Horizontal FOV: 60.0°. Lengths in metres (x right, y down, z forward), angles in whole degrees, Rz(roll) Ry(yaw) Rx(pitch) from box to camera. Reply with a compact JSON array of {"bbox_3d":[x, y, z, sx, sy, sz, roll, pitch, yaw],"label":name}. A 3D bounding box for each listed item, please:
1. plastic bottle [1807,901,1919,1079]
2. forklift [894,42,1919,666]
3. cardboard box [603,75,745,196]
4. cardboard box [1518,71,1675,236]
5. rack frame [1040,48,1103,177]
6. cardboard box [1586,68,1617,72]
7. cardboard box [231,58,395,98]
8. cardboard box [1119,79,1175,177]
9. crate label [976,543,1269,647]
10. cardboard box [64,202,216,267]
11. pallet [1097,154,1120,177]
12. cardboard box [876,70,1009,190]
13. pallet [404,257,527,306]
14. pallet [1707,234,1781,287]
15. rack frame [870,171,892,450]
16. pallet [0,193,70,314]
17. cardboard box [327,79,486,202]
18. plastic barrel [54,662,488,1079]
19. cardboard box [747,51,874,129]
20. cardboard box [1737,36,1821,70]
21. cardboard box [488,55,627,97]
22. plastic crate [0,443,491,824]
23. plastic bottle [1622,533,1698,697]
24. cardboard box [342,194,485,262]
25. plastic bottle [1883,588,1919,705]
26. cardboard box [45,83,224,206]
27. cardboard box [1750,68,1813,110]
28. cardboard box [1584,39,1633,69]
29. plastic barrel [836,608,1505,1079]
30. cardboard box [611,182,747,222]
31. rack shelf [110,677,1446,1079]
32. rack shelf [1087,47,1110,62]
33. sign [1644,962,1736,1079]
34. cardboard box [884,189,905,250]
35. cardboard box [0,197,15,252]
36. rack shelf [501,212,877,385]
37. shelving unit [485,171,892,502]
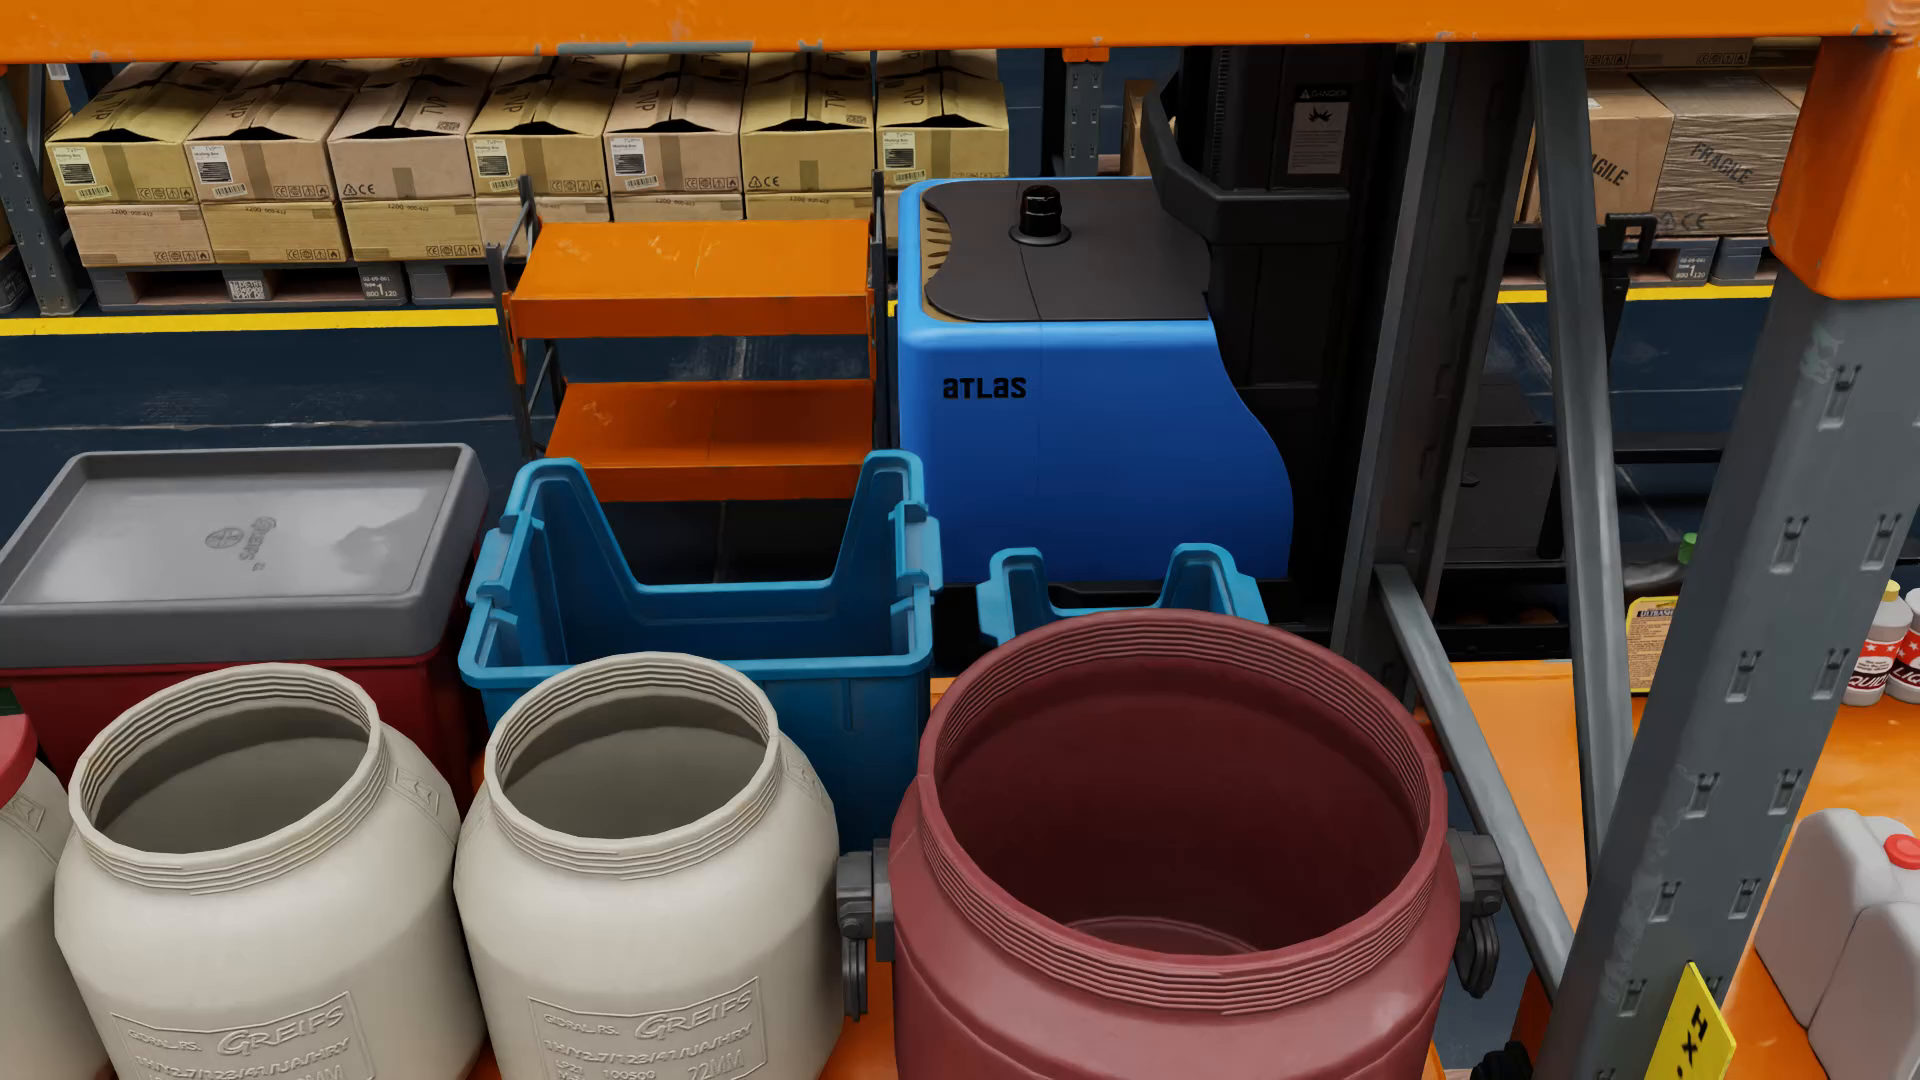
[{"bbox_3d":[1.120,0.544,1.937,0.135,0.276,0.152,-2,35,-2],"label":"plastic bottle"},{"bbox_3d":[1.332,-1.143,4.325,3.031,2.935,1.130,-1,35,-1],"label":"forklift"},{"bbox_3d":[-1.093,-1.584,6.457,0.500,0.311,0.500,-2,35,-3],"label":"cardboard box"},{"bbox_3d":[2.455,-1.543,6.653,0.500,0.500,0.500,-3,35,-4],"label":"cardboard box"},{"bbox_3d":[0.441,-2.495,6.219,0.127,3.000,1.000,-2,35,-2],"label":"rack frame"},{"bbox_3d":[2.405,-1.838,7.080,0.500,0.500,0.500,-3,35,-4],"label":"cardboard box"},{"bbox_3d":[-2.644,-1.851,6.843,0.500,0.311,0.500,-1,35,-1],"label":"cardboard box"},{"bbox_3d":[0.910,-1.498,6.588,0.500,0.500,0.500,0,35,0],"label":"cardboard box"},{"bbox_3d":[0.234,0.188,2.489,0.416,0.233,0.303,-2,35,-2],"label":"crate label"},{"bbox_3d":[-3.139,-1.299,6.538,0.500,0.250,0.500,-2,35,-3],"label":"cardboard box"},{"bbox_3d":[1.189,-1.347,7.011,1.213,0.211,1.003,-2,35,-2],"label":"pallet"},{"bbox_3d":[-0.070,-1.613,6.500,0.500,0.311,0.500,-1,35,-1],"label":"cardboard box"},{"bbox_3d":[-1.598,-1.317,6.967,1.213,0.211,1.003,-2,35,-2],"label":"pallet"},{"bbox_3d":[3.626,-1.412,7.106,1.213,0.211,1.003,-2,35,-2],"label":"pallet"},{"bbox_3d":[-0.229,-0.466,4.935,0.032,1.125,0.500,-1,35,-1],"label":"rack frame"},{"bbox_3d":[-4.350,-1.243,6.860,1.213,0.211,1.003,-2,35,-2],"label":"pallet"},{"bbox_3d":[-2.112,-1.554,6.414,0.500,0.311,0.500,-3,35,-4],"label":"cardboard box"},{"bbox_3d":[-0.766,0.436,1.887,0.421,0.512,0.421,0,35,0],"label":"plastic barrel"},{"bbox_3d":[-0.620,-1.901,6.916,0.500,0.311,0.500,-2,35,-3],"label":"cardboard box"},{"bbox_3d":[3.410,-1.860,7.112,0.500,0.500,0.500,-1,35,-2],"label":"cardboard box"},{"bbox_3d":[-1.643,-1.875,6.877,0.500,0.311,0.500,-2,35,-3],"label":"cardboard box"},{"bbox_3d":[-0.956,0.164,2.321,0.583,0.464,0.402,-2,35,-2],"label":"plastic crate"},{"bbox_3d":[1.056,0.116,2.550,0.133,0.283,0.061,-2,35,-2],"label":"plastic bottle"},{"bbox_3d":[-2.112,-1.328,6.580,0.500,0.250,0.500,-3,35,-4],"label":"cardboard box"},{"bbox_3d":[1.500,0.148,2.575,0.097,0.201,0.097,0,35,0],"label":"plastic bottle"},{"bbox_3d":[-3.129,-1.529,6.378,0.500,0.311,0.500,-1,35,-2],"label":"cardboard box"},{"bbox_3d":[3.463,-1.571,6.694,0.500,0.500,0.500,-1,35,-2],"label":"cardboard box"},{"bbox_3d":[2.442,-2.149,6.870,0.500,0.250,0.500,-2,35,-3],"label":"cardboard box"},{"bbox_3d":[0.223,0.450,1.845,0.708,0.536,0.600,-2,35,-2],"label":"plastic barrel"},{"bbox_3d":[-1.090,-1.356,6.621,0.500,0.250,0.500,-1,35,-1],"label":"cardboard box"},{"bbox_3d":[-1.326,0.671,2.277,4.000,0.370,1.077,-2,35,-2],"label":"rack shelf"},{"bbox_3d":[2.439,-2.253,6.502,4.000,0.370,1.077,-2,35,-2],"label":"rack shelf"},{"bbox_3d":[0.705,0.566,1.652,0.005,0.325,0.100,-2,35,-2],"label":"sign"},{"bbox_3d":[-0.073,-1.384,6.661,0.500,0.250,0.500,-1,35,-1],"label":"cardboard box"},{"bbox_3d":[-4.007,-1.292,6.529,0.500,0.250,0.500,-2,35,-2],"label":"cardboard box"},{"bbox_3d":[-0.737,-0.698,4.756,1.000,0.278,0.538,-1,35,-1],"label":"rack shelf"},{"bbox_3d":[-0.737,-0.458,4.923,1.048,1.125,0.538,-1,35,-1],"label":"shelving unit"}]
